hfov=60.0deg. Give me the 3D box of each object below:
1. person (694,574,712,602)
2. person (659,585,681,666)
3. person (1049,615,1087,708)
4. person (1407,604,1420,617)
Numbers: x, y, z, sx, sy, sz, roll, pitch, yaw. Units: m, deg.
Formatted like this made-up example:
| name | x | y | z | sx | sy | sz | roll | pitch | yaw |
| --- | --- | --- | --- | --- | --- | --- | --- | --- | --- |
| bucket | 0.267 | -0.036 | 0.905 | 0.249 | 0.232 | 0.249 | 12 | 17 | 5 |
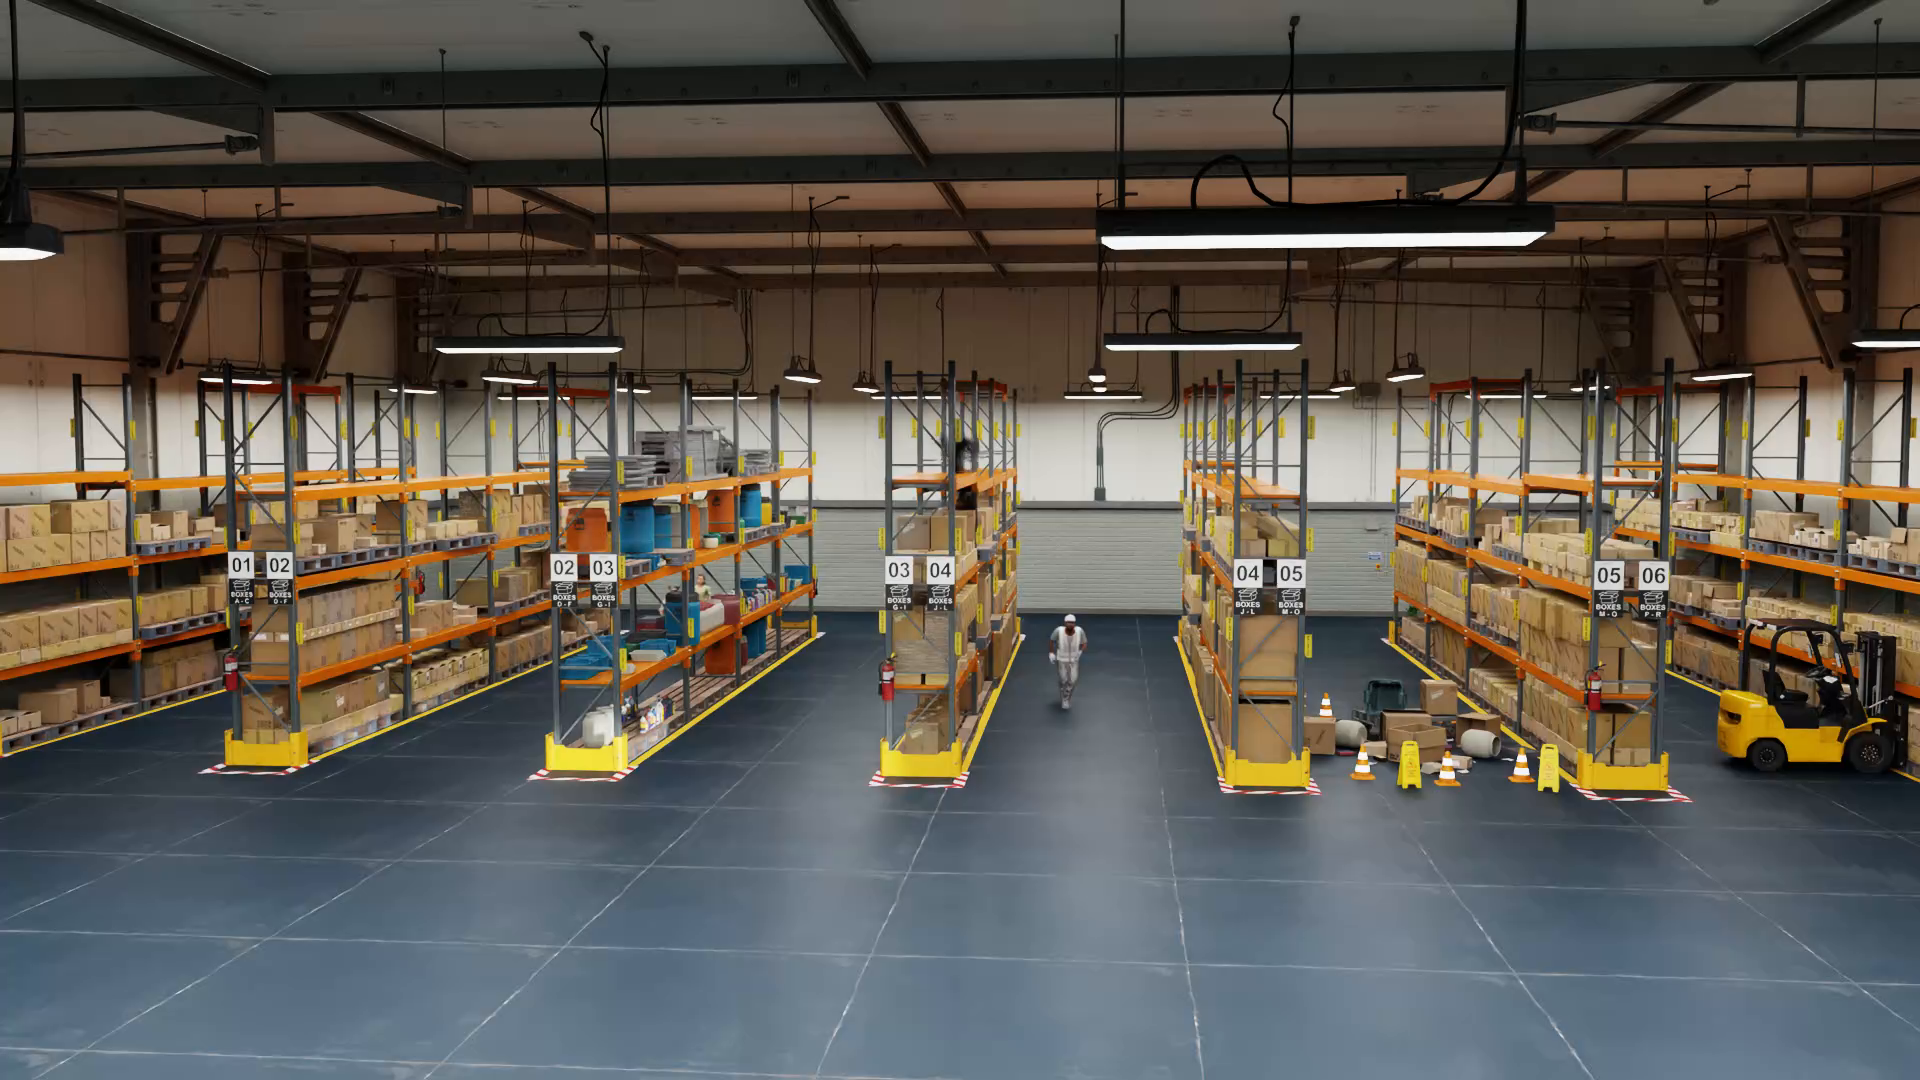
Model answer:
| name | x | y | z | sx | sy | sz | roll | pitch | yaw |
| --- | --- | --- | --- | --- | --- | --- | --- | --- | --- |
| person | -6.078 | 1.611 | 38.876 | 0.570 | 1.633 | 0.607 | 0 | 4 | 3 |
| person | -6.100 | 1.821 | 35.503 | 0.649 | 1.751 | 0.799 | 0 | 4 | 7 |
| person | 1.955 | 2.175 | 30.016 | 0.656 | 1.705 | 0.719 | -1 | 4 | -11 |
| person | 11.013 | 1.511 | 40.133 | 0.715 | 1.706 | 0.648 | 1 | 4 | 12 |
